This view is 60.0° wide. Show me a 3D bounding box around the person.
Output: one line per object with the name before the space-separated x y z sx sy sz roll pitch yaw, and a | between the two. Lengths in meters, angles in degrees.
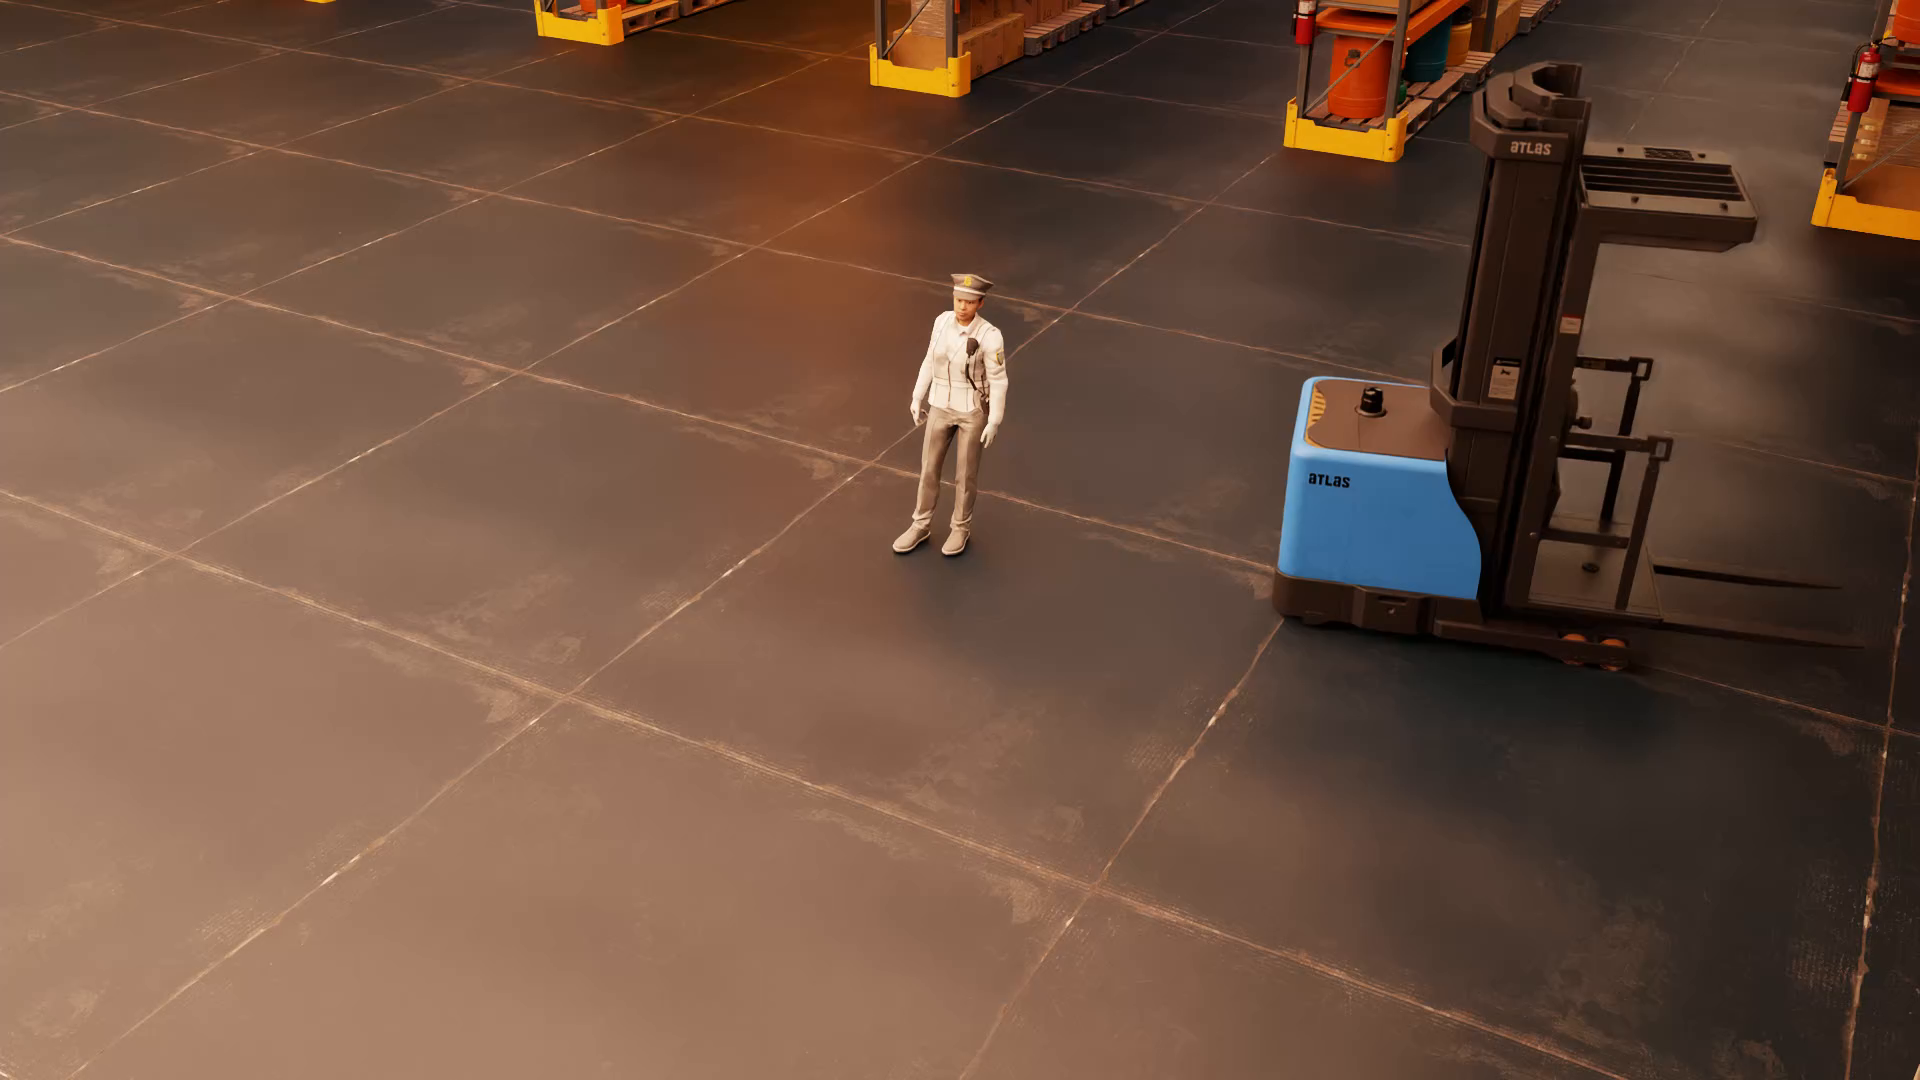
person | -0.039 -0.712 9.527 0.588 1.695 0.531 15 33 25

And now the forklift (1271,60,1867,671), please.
forklift | 3.305 -0.872 8.582 3.031 2.935 1.130 7 31 12
